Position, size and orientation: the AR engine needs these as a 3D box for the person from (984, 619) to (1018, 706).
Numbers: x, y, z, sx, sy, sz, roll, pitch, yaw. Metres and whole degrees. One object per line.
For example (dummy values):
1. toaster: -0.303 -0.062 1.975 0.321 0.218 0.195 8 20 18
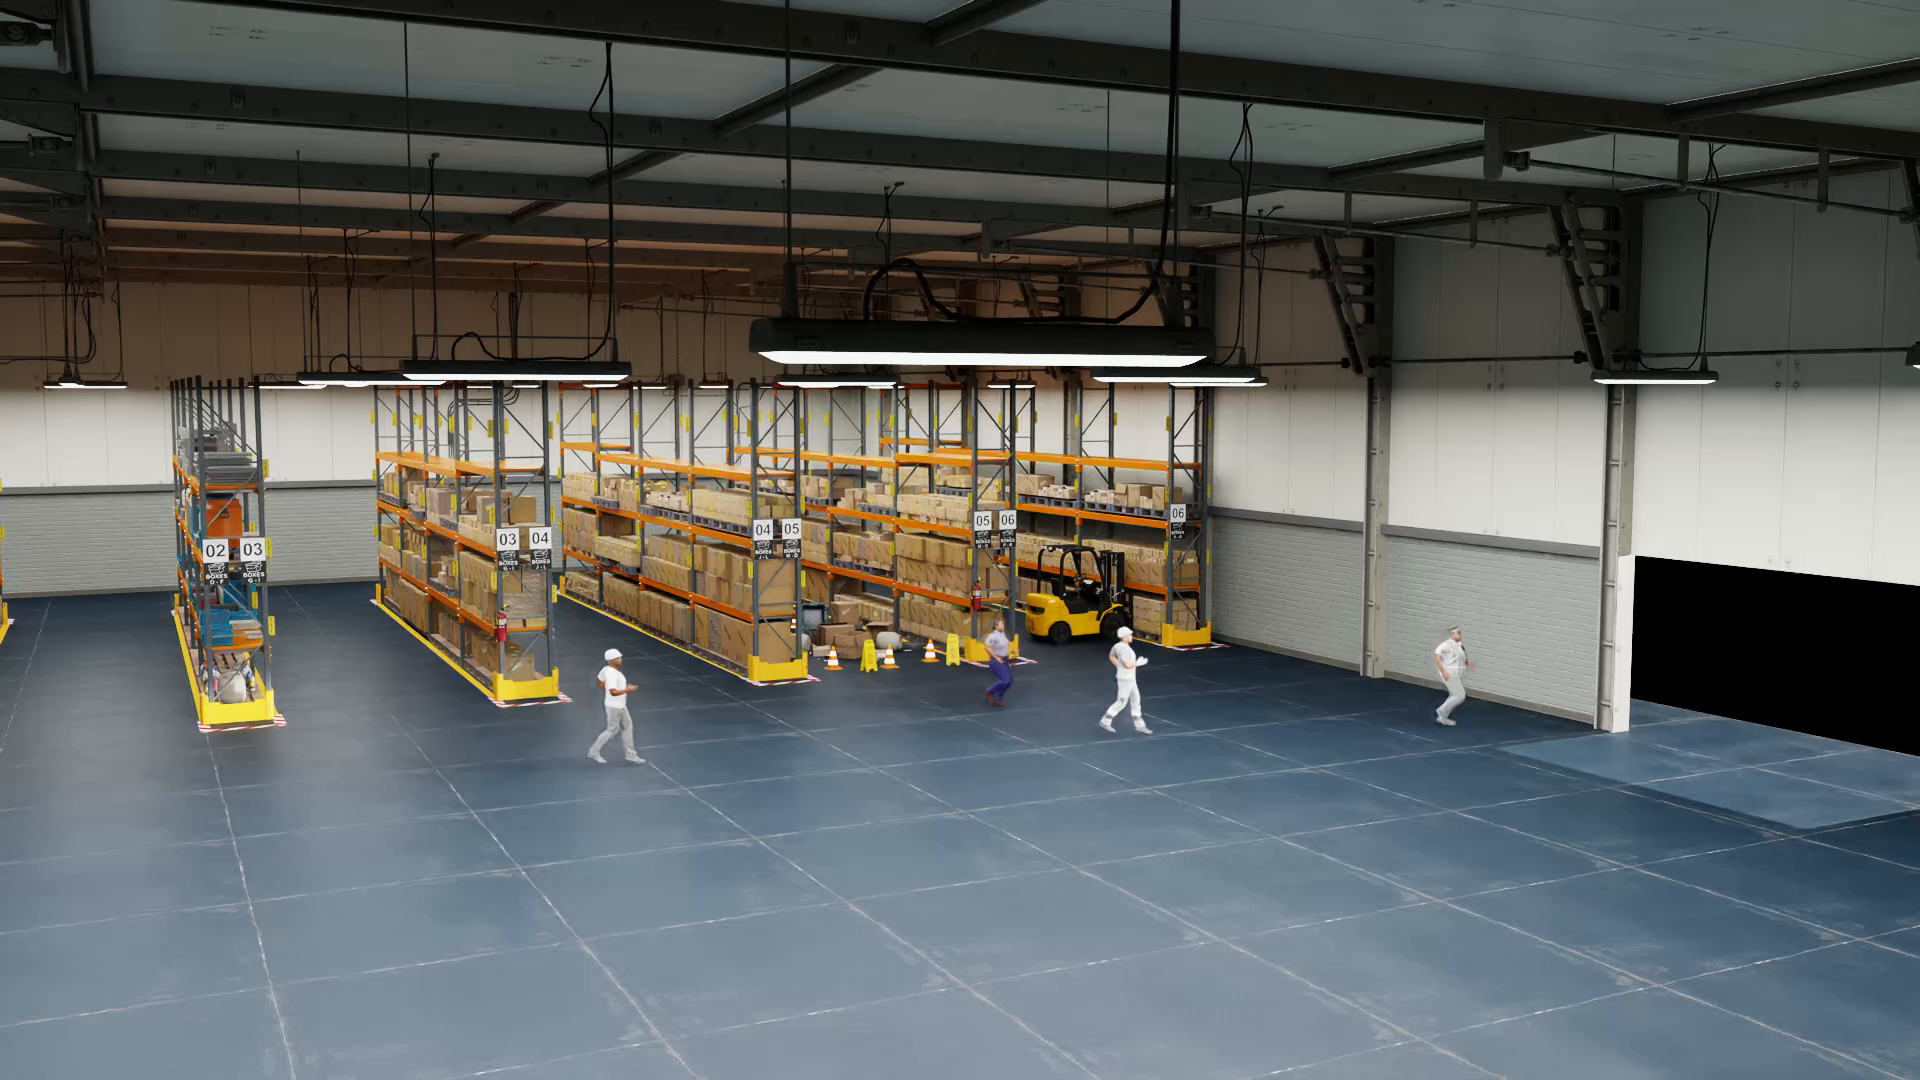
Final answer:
1. person: 0.749 2.234 30.250 0.559 1.600 0.599 2 5 21

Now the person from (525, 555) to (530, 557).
1. person: -11.584 0.905 45.007 0.567 1.633 0.546 -3 6 -29

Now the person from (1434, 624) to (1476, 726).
1. person: 8.505 2.313 28.527 0.604 1.749 0.655 4 6 35

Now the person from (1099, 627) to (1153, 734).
1. person: 2.763 2.325 27.638 0.893 1.774 0.645 0 5 5

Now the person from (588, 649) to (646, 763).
1. person: -5.262 2.554 25.418 0.867 1.784 0.691 -1 5 -7
